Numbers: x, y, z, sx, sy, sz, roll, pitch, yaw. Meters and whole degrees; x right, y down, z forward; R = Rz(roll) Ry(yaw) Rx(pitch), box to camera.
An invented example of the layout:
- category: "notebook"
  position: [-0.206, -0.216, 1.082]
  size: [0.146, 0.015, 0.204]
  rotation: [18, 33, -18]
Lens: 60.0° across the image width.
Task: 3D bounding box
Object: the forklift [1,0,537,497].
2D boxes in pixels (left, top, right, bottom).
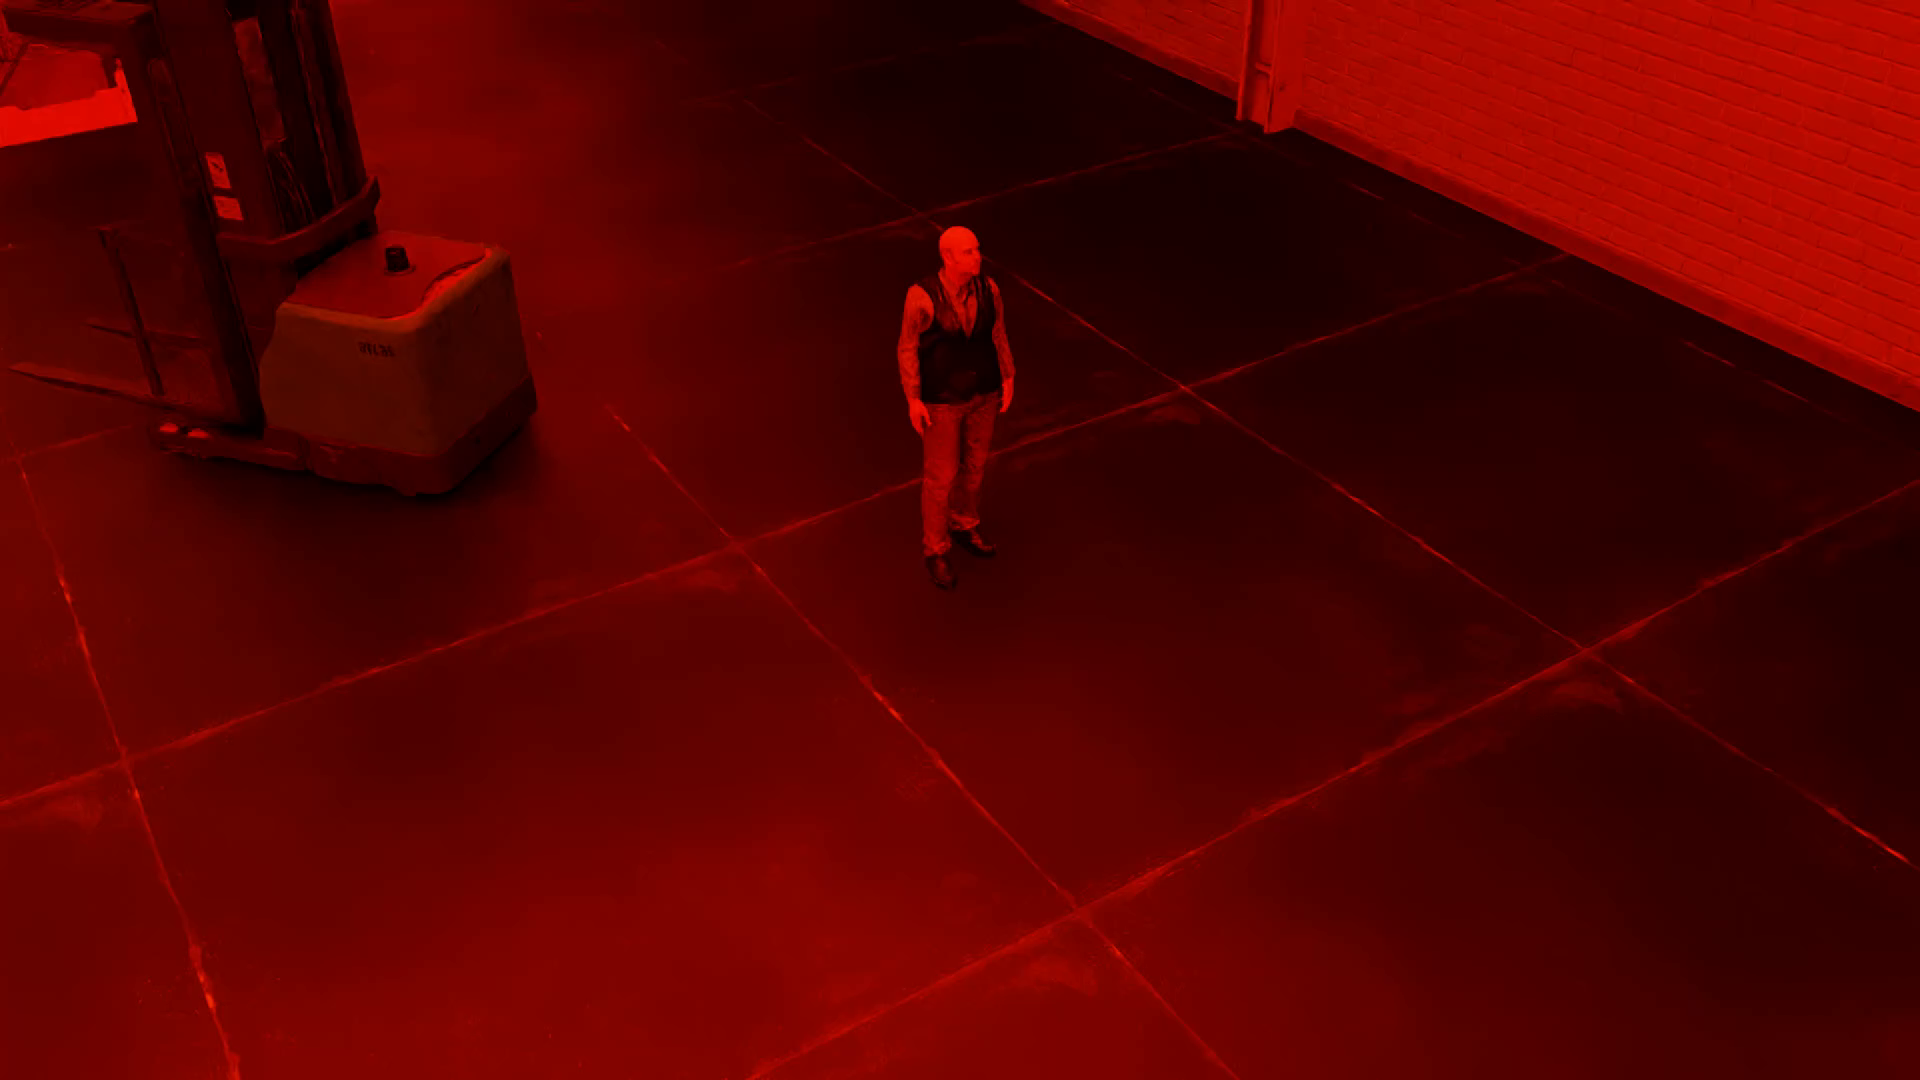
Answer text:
- category: "forklift"
  position: [-4.031, -1.931, 8.896]
  size: [3.031, 2.935, 1.130]
  rotation: [11, 37, 15]

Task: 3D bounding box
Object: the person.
- category: "person"
  position: [0.027, -0.678, 8.152]
  size: [0.632, 1.720, 0.567]
  rotation: [-21, 40, -27]
